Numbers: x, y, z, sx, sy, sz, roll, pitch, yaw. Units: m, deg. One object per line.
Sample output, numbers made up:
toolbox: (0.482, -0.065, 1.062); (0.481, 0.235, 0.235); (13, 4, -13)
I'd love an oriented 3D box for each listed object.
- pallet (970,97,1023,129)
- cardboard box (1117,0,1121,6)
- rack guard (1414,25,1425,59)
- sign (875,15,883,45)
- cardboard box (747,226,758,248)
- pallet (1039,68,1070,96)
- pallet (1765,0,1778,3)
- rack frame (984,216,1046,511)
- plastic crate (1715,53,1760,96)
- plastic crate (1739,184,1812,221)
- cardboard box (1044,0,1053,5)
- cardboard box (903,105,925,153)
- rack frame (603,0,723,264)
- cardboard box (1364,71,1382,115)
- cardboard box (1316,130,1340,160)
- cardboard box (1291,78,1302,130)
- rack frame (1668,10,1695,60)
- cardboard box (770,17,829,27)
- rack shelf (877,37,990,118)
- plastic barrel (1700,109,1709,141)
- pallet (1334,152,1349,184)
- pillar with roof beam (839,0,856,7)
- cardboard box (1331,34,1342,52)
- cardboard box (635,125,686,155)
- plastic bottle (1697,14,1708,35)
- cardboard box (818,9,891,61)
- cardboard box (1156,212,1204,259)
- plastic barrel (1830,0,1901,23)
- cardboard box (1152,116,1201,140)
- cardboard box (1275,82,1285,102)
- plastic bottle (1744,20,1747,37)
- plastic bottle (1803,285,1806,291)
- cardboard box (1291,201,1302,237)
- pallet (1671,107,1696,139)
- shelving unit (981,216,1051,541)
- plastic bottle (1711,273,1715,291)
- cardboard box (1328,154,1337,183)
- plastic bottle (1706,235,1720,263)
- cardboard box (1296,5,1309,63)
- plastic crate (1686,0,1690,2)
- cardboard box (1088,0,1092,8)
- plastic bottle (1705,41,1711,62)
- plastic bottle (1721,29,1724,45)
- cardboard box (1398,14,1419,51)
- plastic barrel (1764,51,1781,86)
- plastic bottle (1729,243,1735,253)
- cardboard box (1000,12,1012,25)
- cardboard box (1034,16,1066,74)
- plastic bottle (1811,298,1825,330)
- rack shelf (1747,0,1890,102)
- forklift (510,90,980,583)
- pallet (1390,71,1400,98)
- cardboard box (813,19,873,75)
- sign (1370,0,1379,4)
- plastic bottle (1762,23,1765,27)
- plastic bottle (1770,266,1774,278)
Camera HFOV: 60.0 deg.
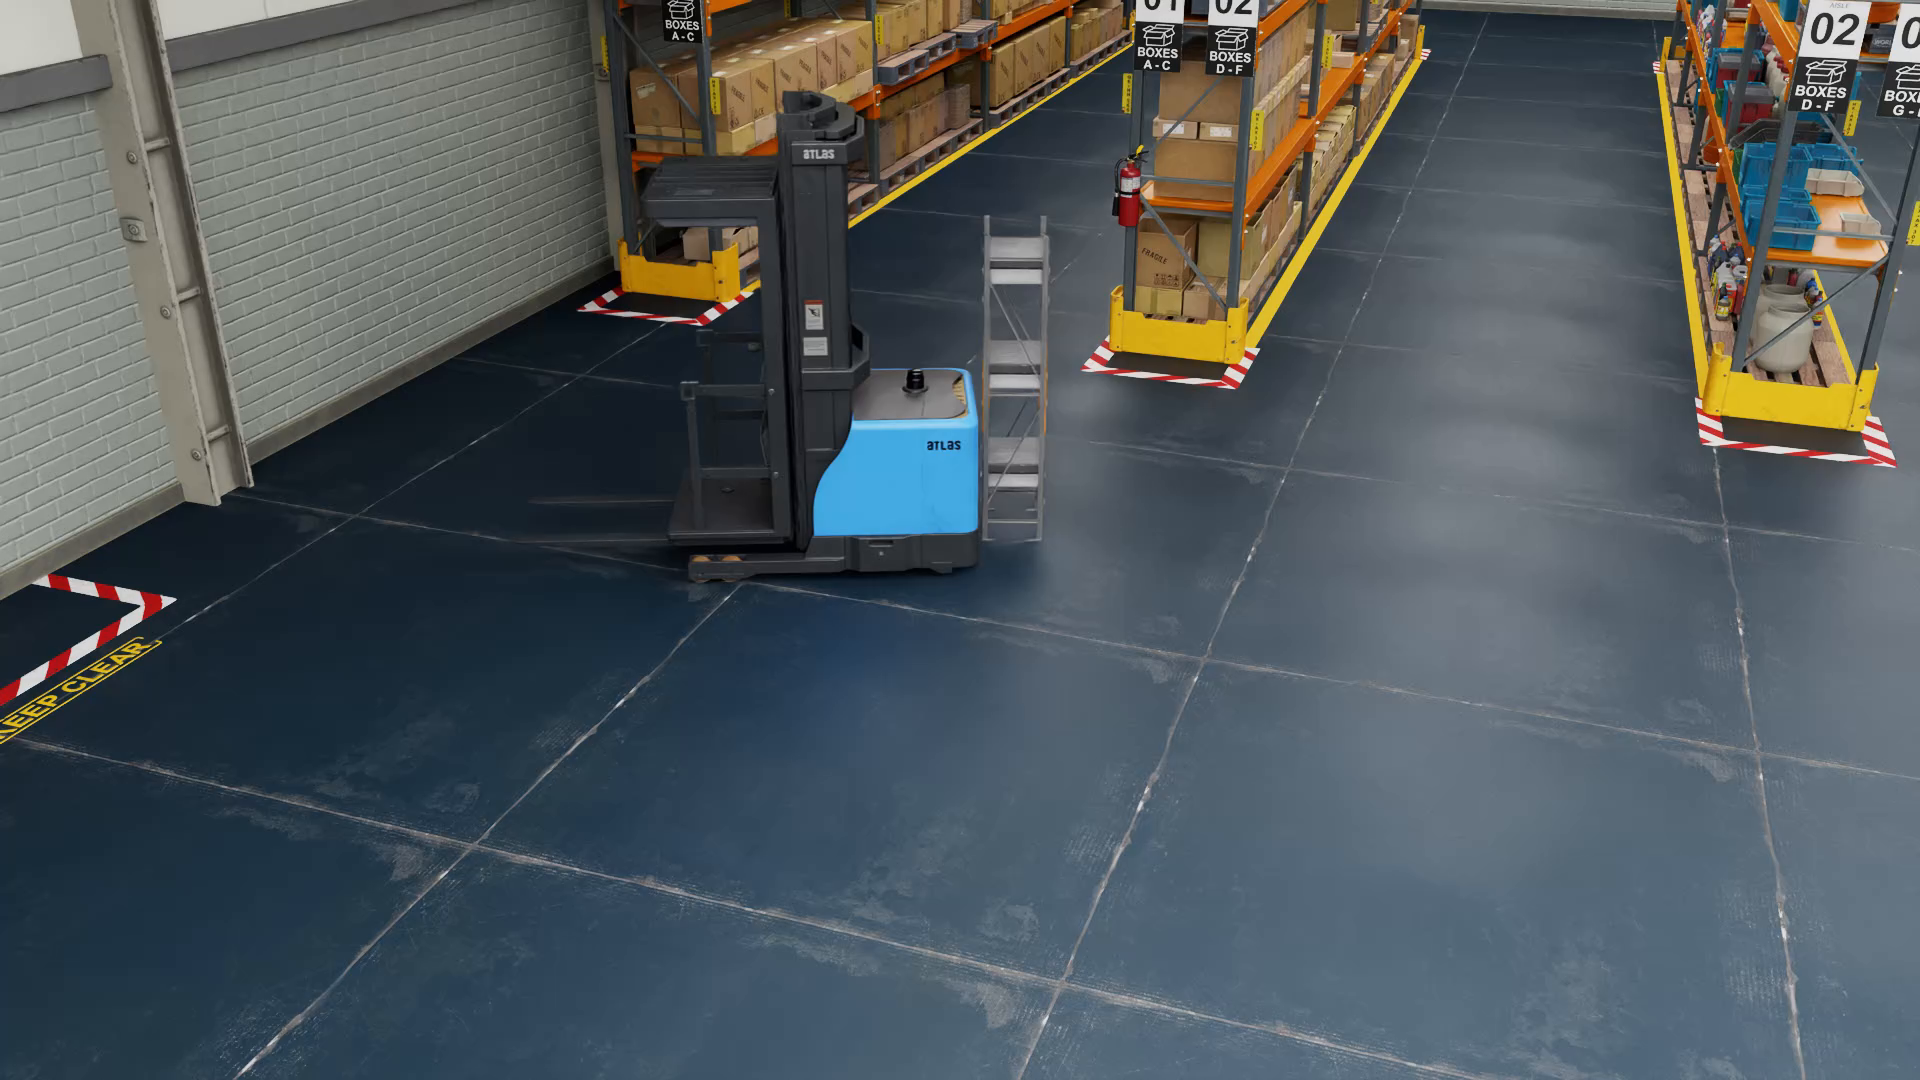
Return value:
pallet: (0.243, -6.091, 23.587); (1.003, 0.211, 1.213); (9, 27, 17)
cardboard box: (2.562, -9.295, 28.647); (0.380, 0.149, 0.250); (8, 27, 17)
rack guard: (7.219, -8.447, 28.123); (1.175, 0.500, 0.348); (9, 27, 17)
sign: (-0.907, -5.703, 18.594); (0.100, 0.325, 0.005); (9, 27, 17)
cardboard box: (-2.248, -3.239, 17.077); (0.500, 0.311, 0.500); (11, 28, 22)
pallet: (1.055, -7.093, 25.658); (1.003, 0.211, 1.213); (9, 27, 17)
pallet: (7.773, -4.907, 14.717); (1.213, 0.211, 1.003); (9, 27, 17)
rack frame: (0.358, -1.152, 11.220); (0.400, 2.100, 0.015); (0, 26, 1)
plastic crate: (8.426, -5.005, 18.072); (0.402, 0.464, 0.583); (9, 27, 17)
plastic crate: (6.696, -2.757, 13.672); (0.499, 0.251, 0.408); (9, 27, 17)
cardboard box: (1.172, -8.068, 24.737); (0.380, 0.149, 0.250); (9, 27, 17)
cardboard box: (-0.860, -5.190, 20.891); (0.700, 0.500, 0.500); (9, 27, 18)
rack frame: (-2.753, -3.745, 15.543); (1.000, 3.000, 0.127); (9, 27, 17)
cardboard box: (5.513, -6.171, 22.917); (0.500, 0.500, 0.500); (8, 27, 16)
cardboard box: (4.134, -4.642, 19.425); (0.500, 0.311, 0.500); (10, 27, 19)
cardboard box: (3.109, -4.534, 17.057); (0.700, 0.500, 0.500); (8, 27, 16)
rack frame: (11.914, -8.884, 26.156); (1.000, 3.000, 0.127); (9, 27, 17)
cardboard box: (-1.775, -5.505, 18.467); (0.500, 0.500, 0.500); (8, 27, 16)
rack shelf: (-0.756, -5.887, 20.792); (1.077, 0.370, 4.000); (9, 27, 17)
plastic barrel: (9.775, -5.367, 21.179); (0.600, 0.588, 0.708); (9, 27, 17)
pallet: (4.271, -4.728, 20.773); (1.003, 0.211, 1.213); (9, 27, 17)
pillar with roof beam: (2.721, -8.700, 18.892); (9.100, 9.000, 0.400); (9, 27, 17)
cardboard box: (4.420, -6.133, 20.576); (0.500, 0.311, 0.500); (11, 28, 21)
cardboard box: (-2.780, -3.907, 16.026); (0.500, 0.250, 0.500); (9, 27, 18)
plastic bottle: (9.884, -6.853, 22.109); (0.097, 0.271, 0.097); (0, 26, 0)
cardboard box: (-1.220, -5.836, 19.242); (0.700, 0.500, 0.500); (9, 27, 18)
cardboard box: (2.137, -2.994, 15.804); (0.500, 0.500, 0.500); (9, 27, 17)
plastic barrel: (6.632, -4.259, 12.188); (0.600, 0.830, 0.708); (9, 27, 17)
cardboard box: (1.867, -3.550, 14.281); (0.380, 0.149, 0.250); (8, 27, 17)
cardboard box: (2.853, -4.235, 15.696); (0.380, 0.149, 0.250); (10, 27, 19)
plastic bottle: (10.450, -6.813, 21.937); (0.144, 0.351, 0.185); (9, 27, 17)
plastic bottle: (7.736, -2.254, 15.170); (0.097, 0.201, 0.097); (0, 26, 0)
cardboard box: (3.303, -3.401, 17.506); (0.500, 0.250, 0.500); (9, 27, 17)
pallet: (10.287, -5.674, 22.726); (1.003, 0.211, 1.213); (9, 27, 17)
shelving unit: (0.356, -1.046, 11.000); (0.431, 2.100, 0.503); (0, 26, 1)
plastic bottle: (7.082, -2.429, 15.531); (0.097, 0.201, 0.097); (0, 26, 0)
cardboard box: (4.130, -4.385, 19.539); (0.500, 0.250, 0.500); (9, 27, 18)
plastic bottle: (7.401, -2.855, 16.330); (0.097, 0.271, 0.097); (0, 26, 0)
cardboard box: (3.109, -5.118, 16.775); (0.700, 0.500, 0.500); (9, 27, 18)
plastic crate: (10.984, -8.117, 24.696); (0.416, 0.233, 0.300); (9, 27, 17)
cardboard box: (2.035, -9.143, 28.335); (0.380, 0.149, 0.250); (9, 27, 18)
plastic bottle: (9.182, -5.986, 20.319); (0.097, 0.271, 0.097); (0, 26, 0)
plastic bottle: (9.691, -6.427, 21.229); (0.097, 0.271, 0.097); (0, 26, 0)
cardboard box: (7.296, -8.417, 27.556); (0.500, 0.500, 0.500); (9, 27, 17)
plastic barrel: (8.971, -5.020, 18.047); (0.421, 0.512, 0.421); (0, 26, 0)
plastic bottle: (7.420, -2.708, 16.014); (0.061, 0.283, 0.133); (9, 27, 17)
cardboard box: (0.498, -7.230, 23.005); (0.380, 0.149, 0.250); (10, 27, 19)
cardboard box: (1.147, -7.612, 25.515); (0.750, 0.750, 0.750); (9, 27, 18)
plastic bottle: (7.487, -1.978, 14.520); (0.097, 0.271, 0.097); (0, 26, 0)
rack shelf: (7.255, -4.157, 13.776); (1.077, 0.370, 4.000); (9, 27, 17)
forklift: (-1.403, -1.280, 10.531); (3.031, 2.935, 1.130); (-1, 26, -2)
pallet: (6.143, -6.987, 25.438); (1.003, 0.211, 1.213); (9, 27, 17)
cardboard box: (-1.287, -5.429, 18.309); (0.500, 0.500, 0.500); (9, 27, 17)
sign: (5.107, -6.758, 20.437); (0.100, 0.325, 0.005); (9, 27, 17)
plastic bottle: (10.423, -6.563, 21.504); (0.152, 0.276, 0.135); (9, 27, 17)
plastic bottle: (7.842, -2.673, 15.863); (0.144, 0.351, 0.185); (9, 27, 17)
